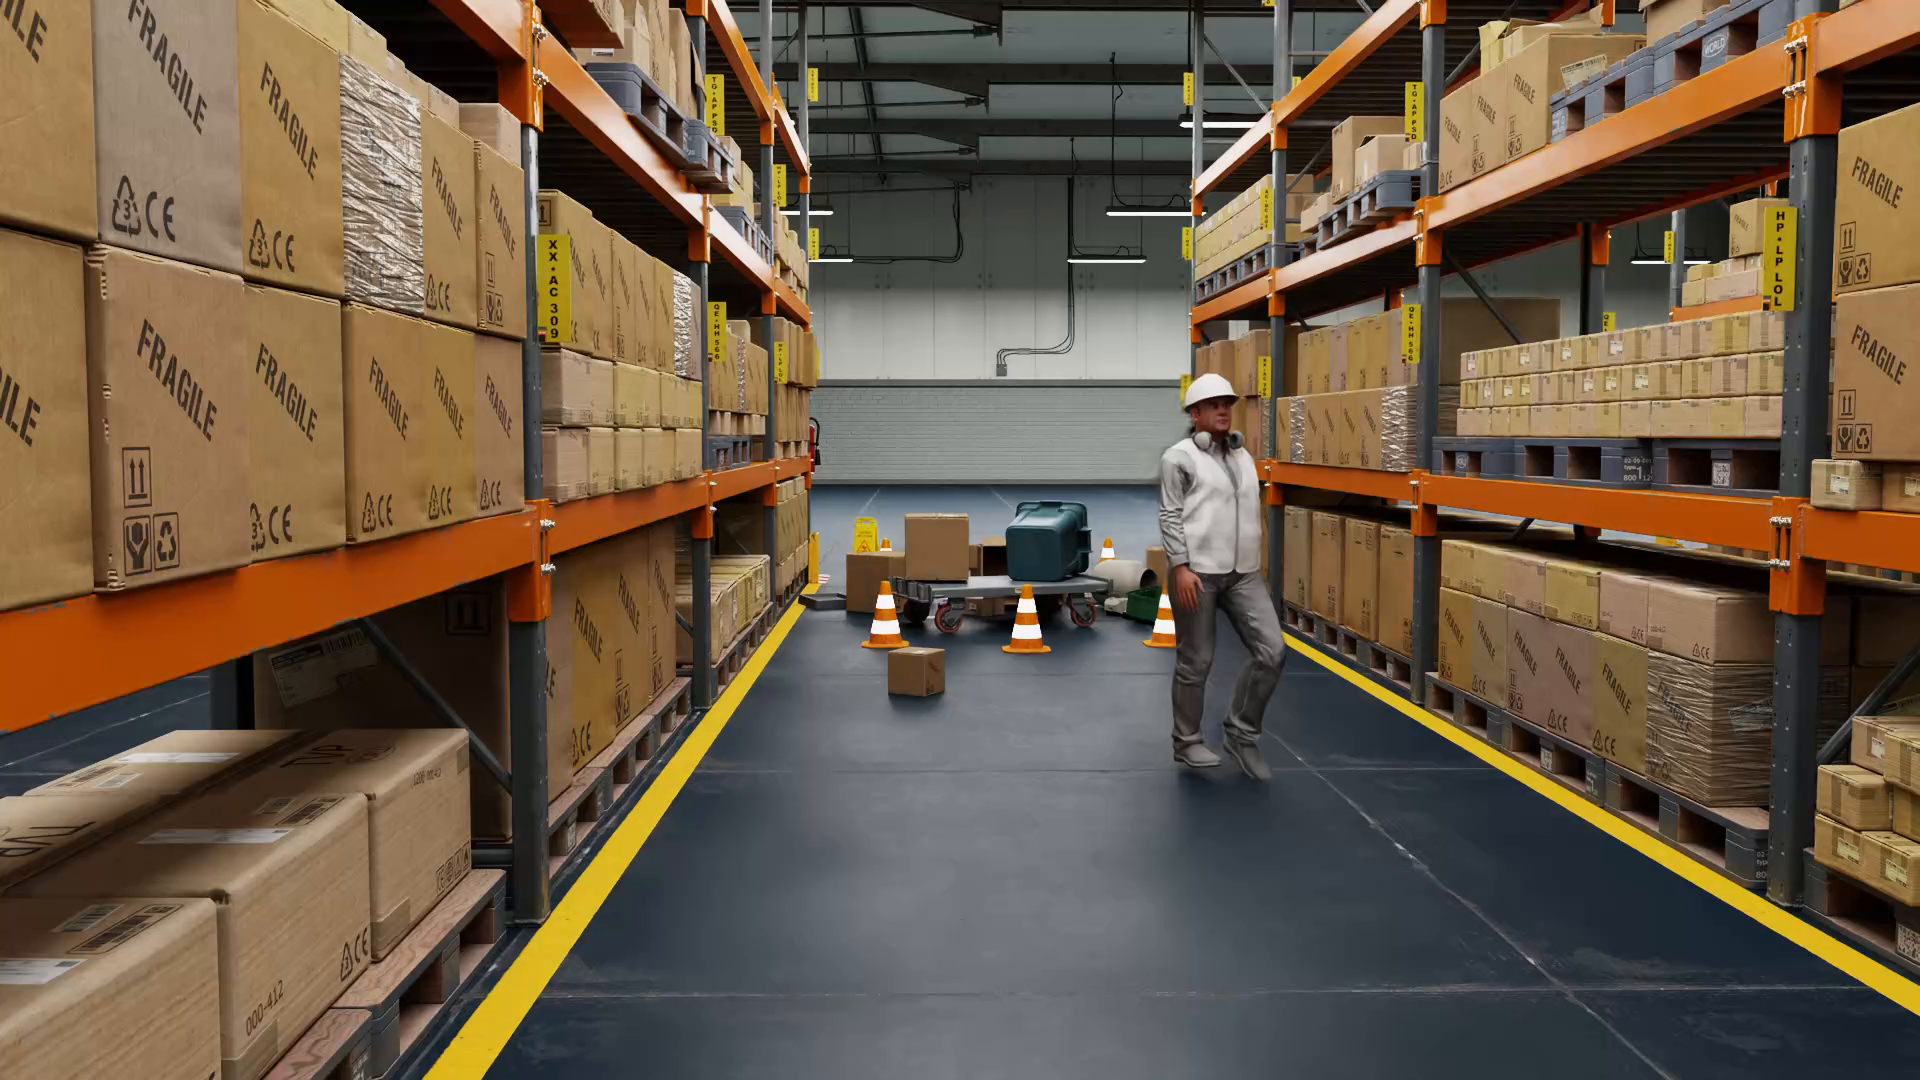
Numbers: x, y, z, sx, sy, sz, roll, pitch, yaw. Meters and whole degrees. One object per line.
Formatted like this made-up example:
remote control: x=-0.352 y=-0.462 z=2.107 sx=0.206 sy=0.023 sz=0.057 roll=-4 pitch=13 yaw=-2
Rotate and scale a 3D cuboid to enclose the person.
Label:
person: x=1.147 y=0.173 z=7.388 sx=0.577 sy=1.821 sz=0.542 roll=-2 pitch=4 yaw=-25
